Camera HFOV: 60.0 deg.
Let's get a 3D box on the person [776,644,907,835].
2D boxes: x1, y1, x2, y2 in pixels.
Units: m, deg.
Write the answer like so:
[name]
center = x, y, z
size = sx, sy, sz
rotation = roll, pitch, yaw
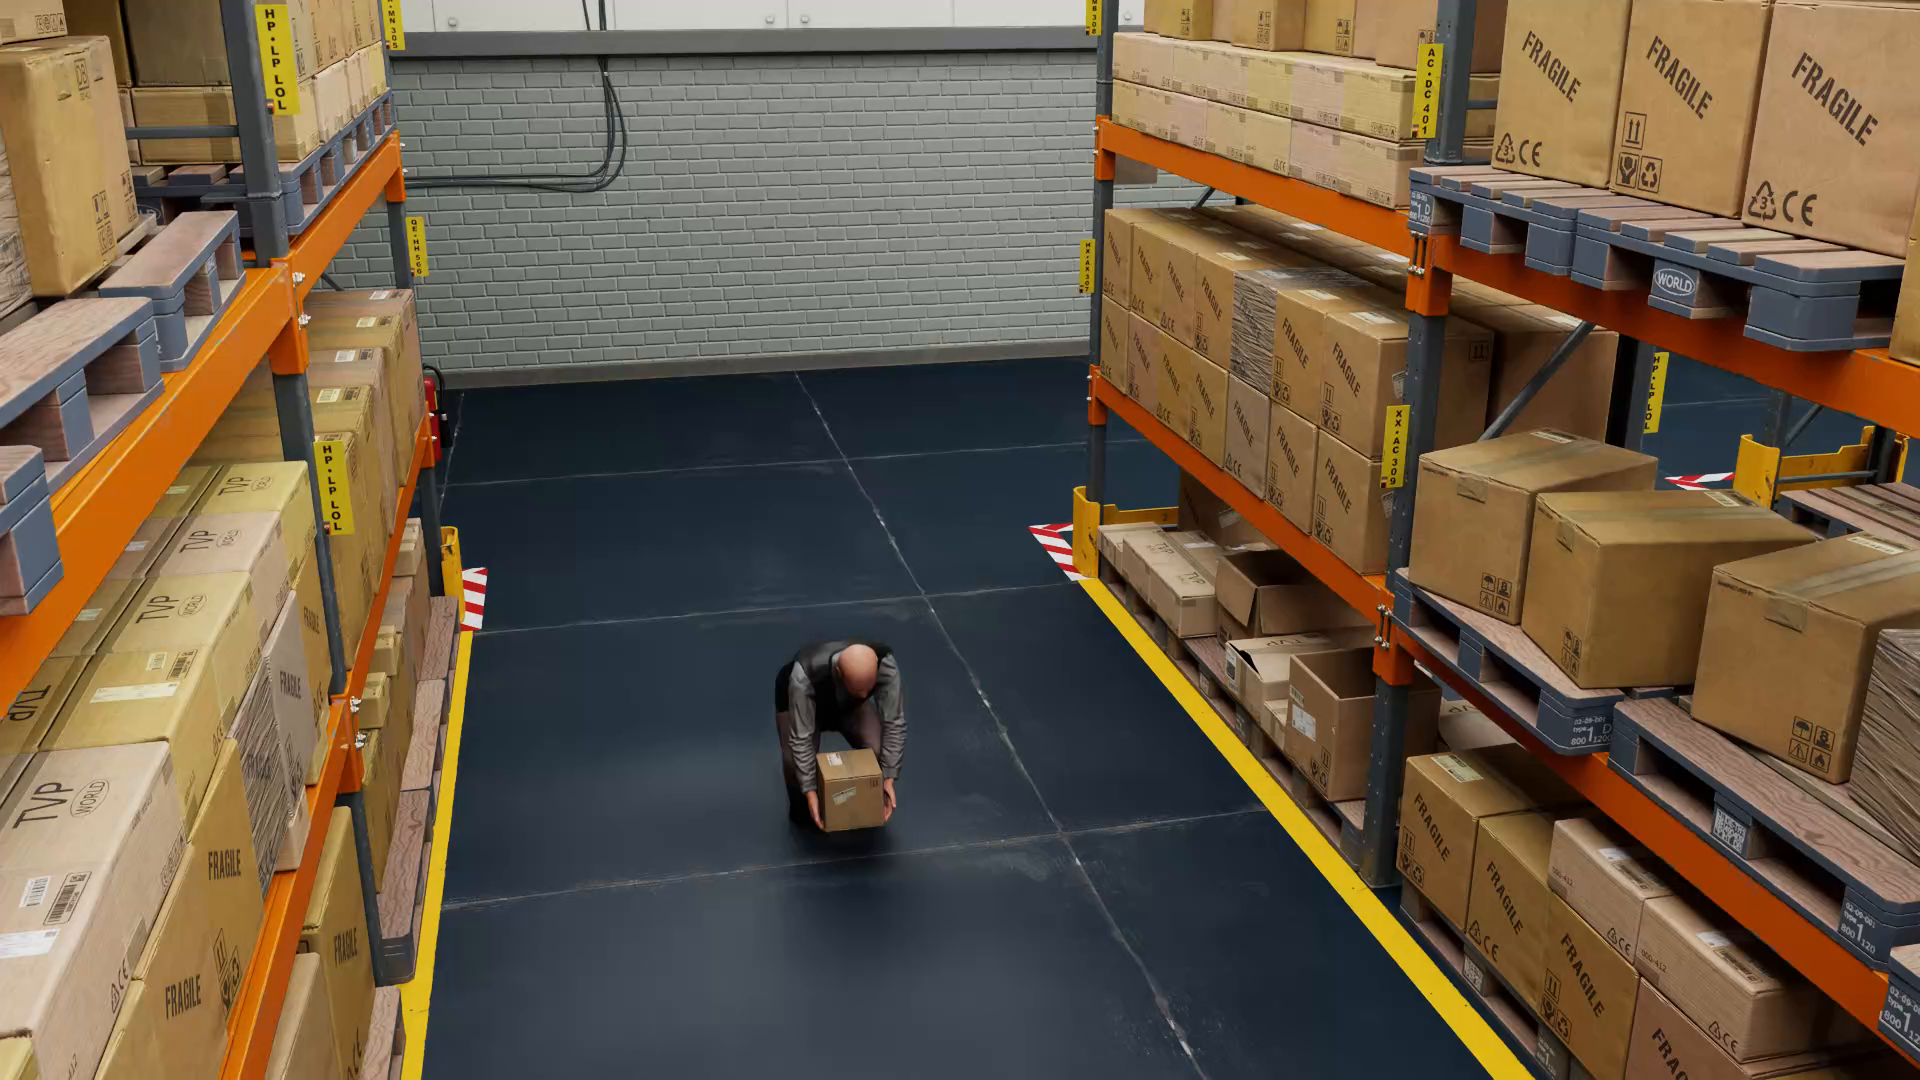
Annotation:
[person]
center = -0.539, 0.821, 7.428
size = 0.544, 0.966, 0.852
rotation = -5, 20, -13
